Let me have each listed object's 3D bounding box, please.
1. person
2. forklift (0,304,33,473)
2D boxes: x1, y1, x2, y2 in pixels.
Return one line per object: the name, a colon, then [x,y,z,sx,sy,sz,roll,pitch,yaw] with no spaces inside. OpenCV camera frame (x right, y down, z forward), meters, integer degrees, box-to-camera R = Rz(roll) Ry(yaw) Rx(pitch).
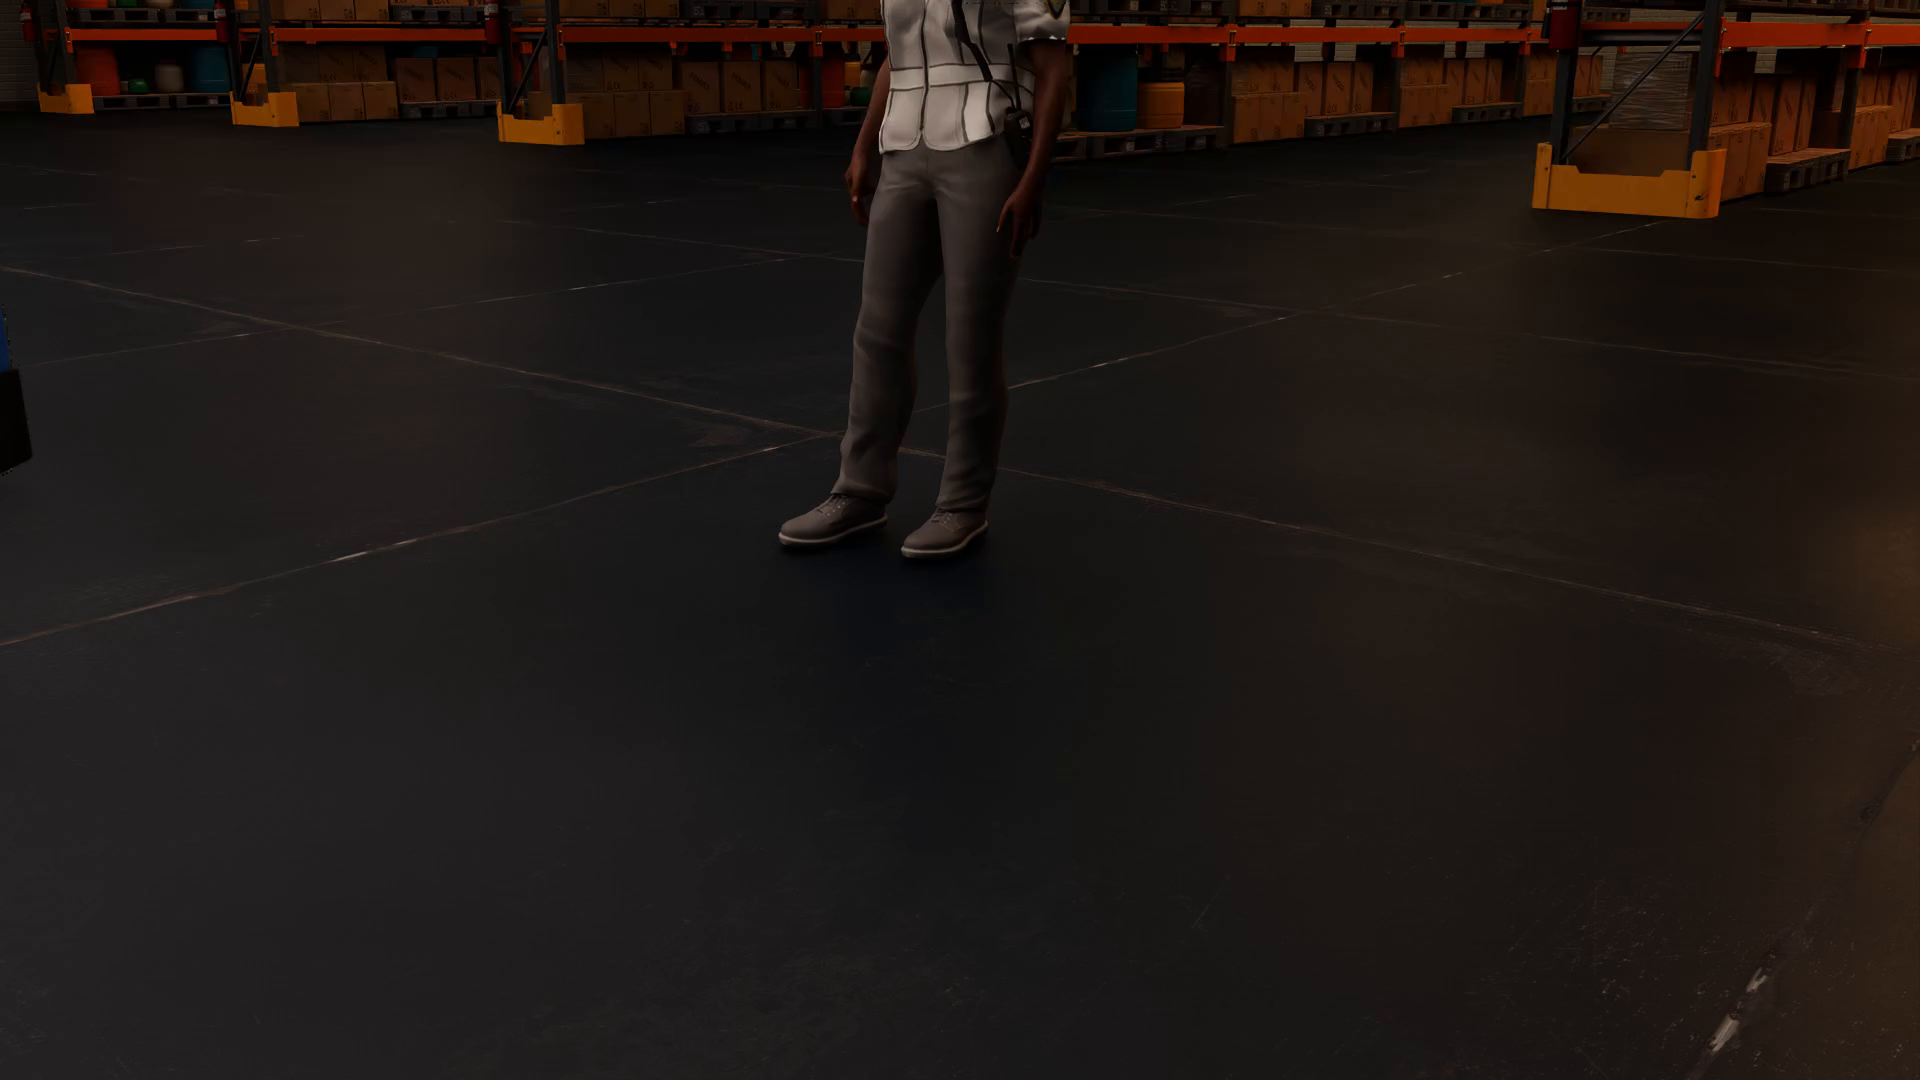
person: [-0.063,-0.803,3.650,0.570,1.694,0.528,13,21,37]
forklift: [-3.963,-1.412,3.548,3.031,2.935,1.130,0,17,-1]
